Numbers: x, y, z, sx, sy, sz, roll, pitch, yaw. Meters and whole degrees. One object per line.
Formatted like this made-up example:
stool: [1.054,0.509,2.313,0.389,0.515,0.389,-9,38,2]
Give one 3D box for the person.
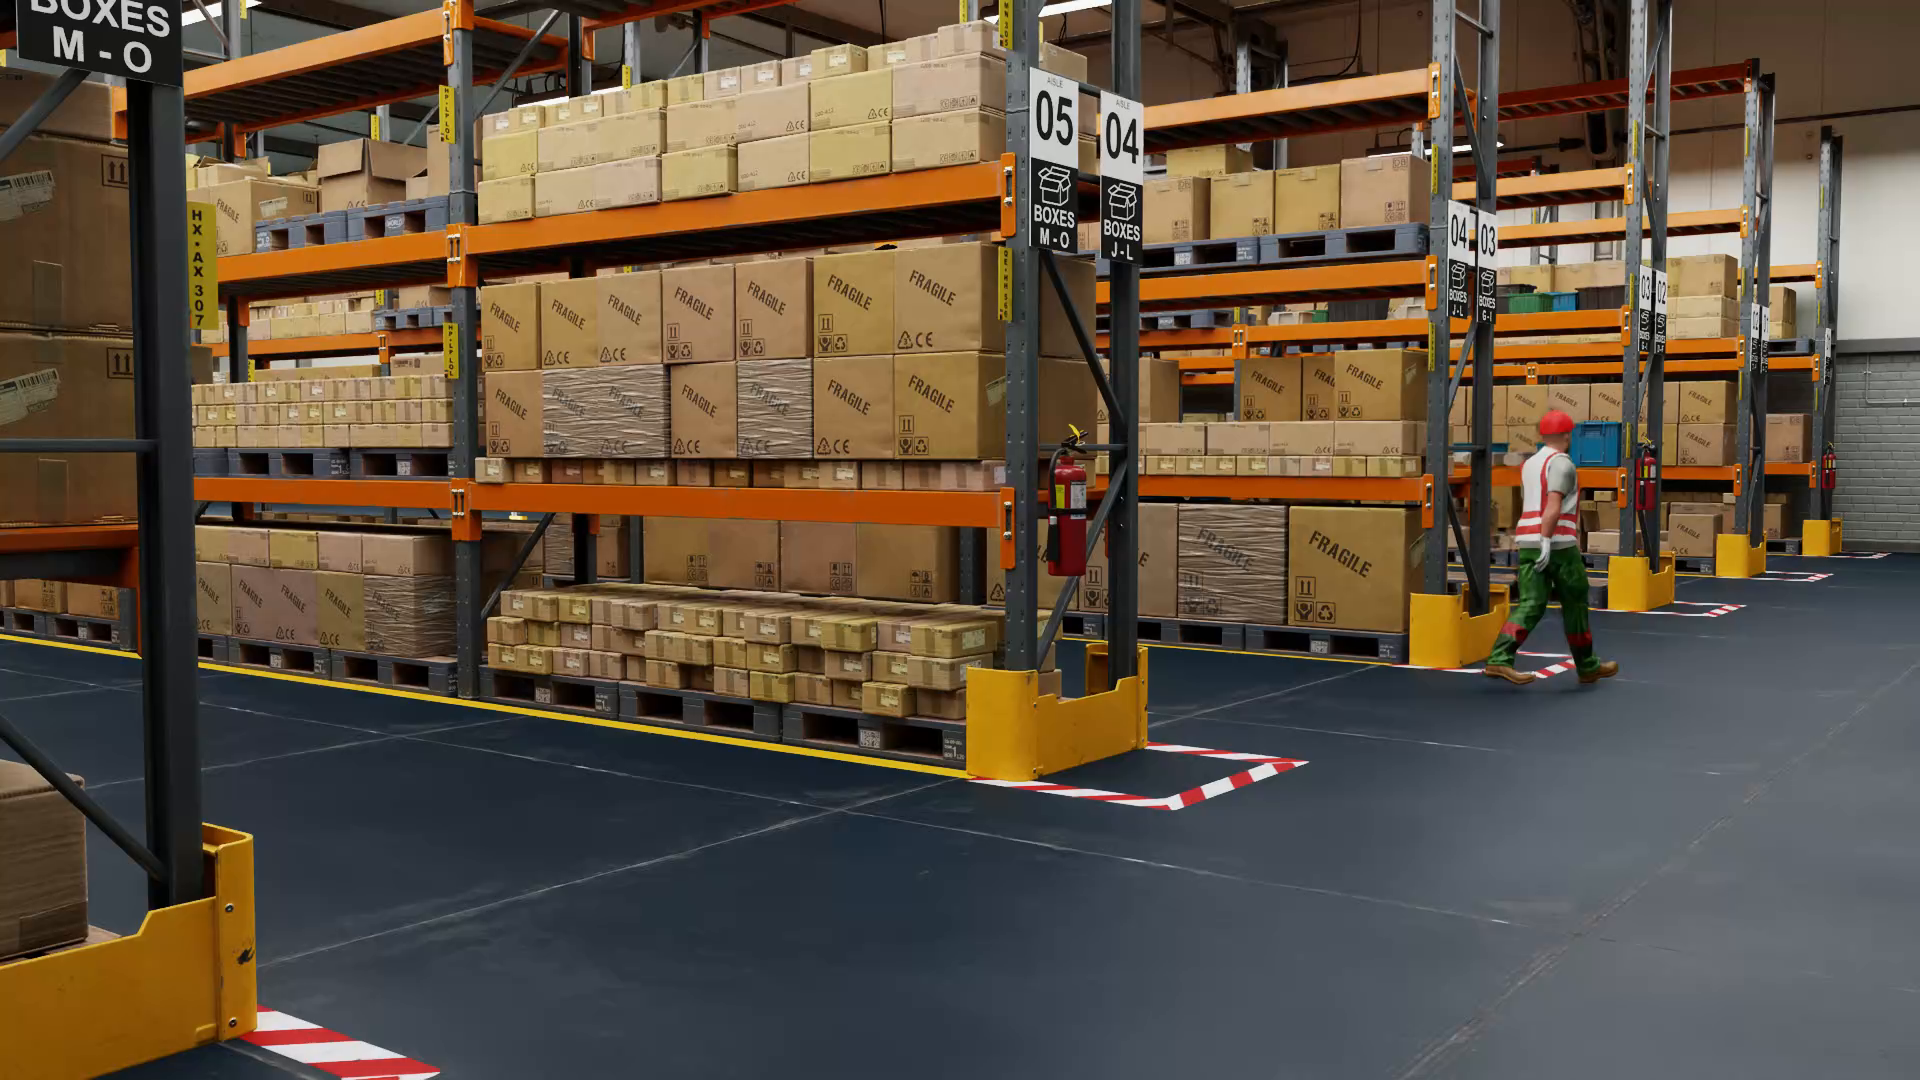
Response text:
person: [3.729,0.046,10.538,0.988,1.737,0.569,-1,3,-17]
